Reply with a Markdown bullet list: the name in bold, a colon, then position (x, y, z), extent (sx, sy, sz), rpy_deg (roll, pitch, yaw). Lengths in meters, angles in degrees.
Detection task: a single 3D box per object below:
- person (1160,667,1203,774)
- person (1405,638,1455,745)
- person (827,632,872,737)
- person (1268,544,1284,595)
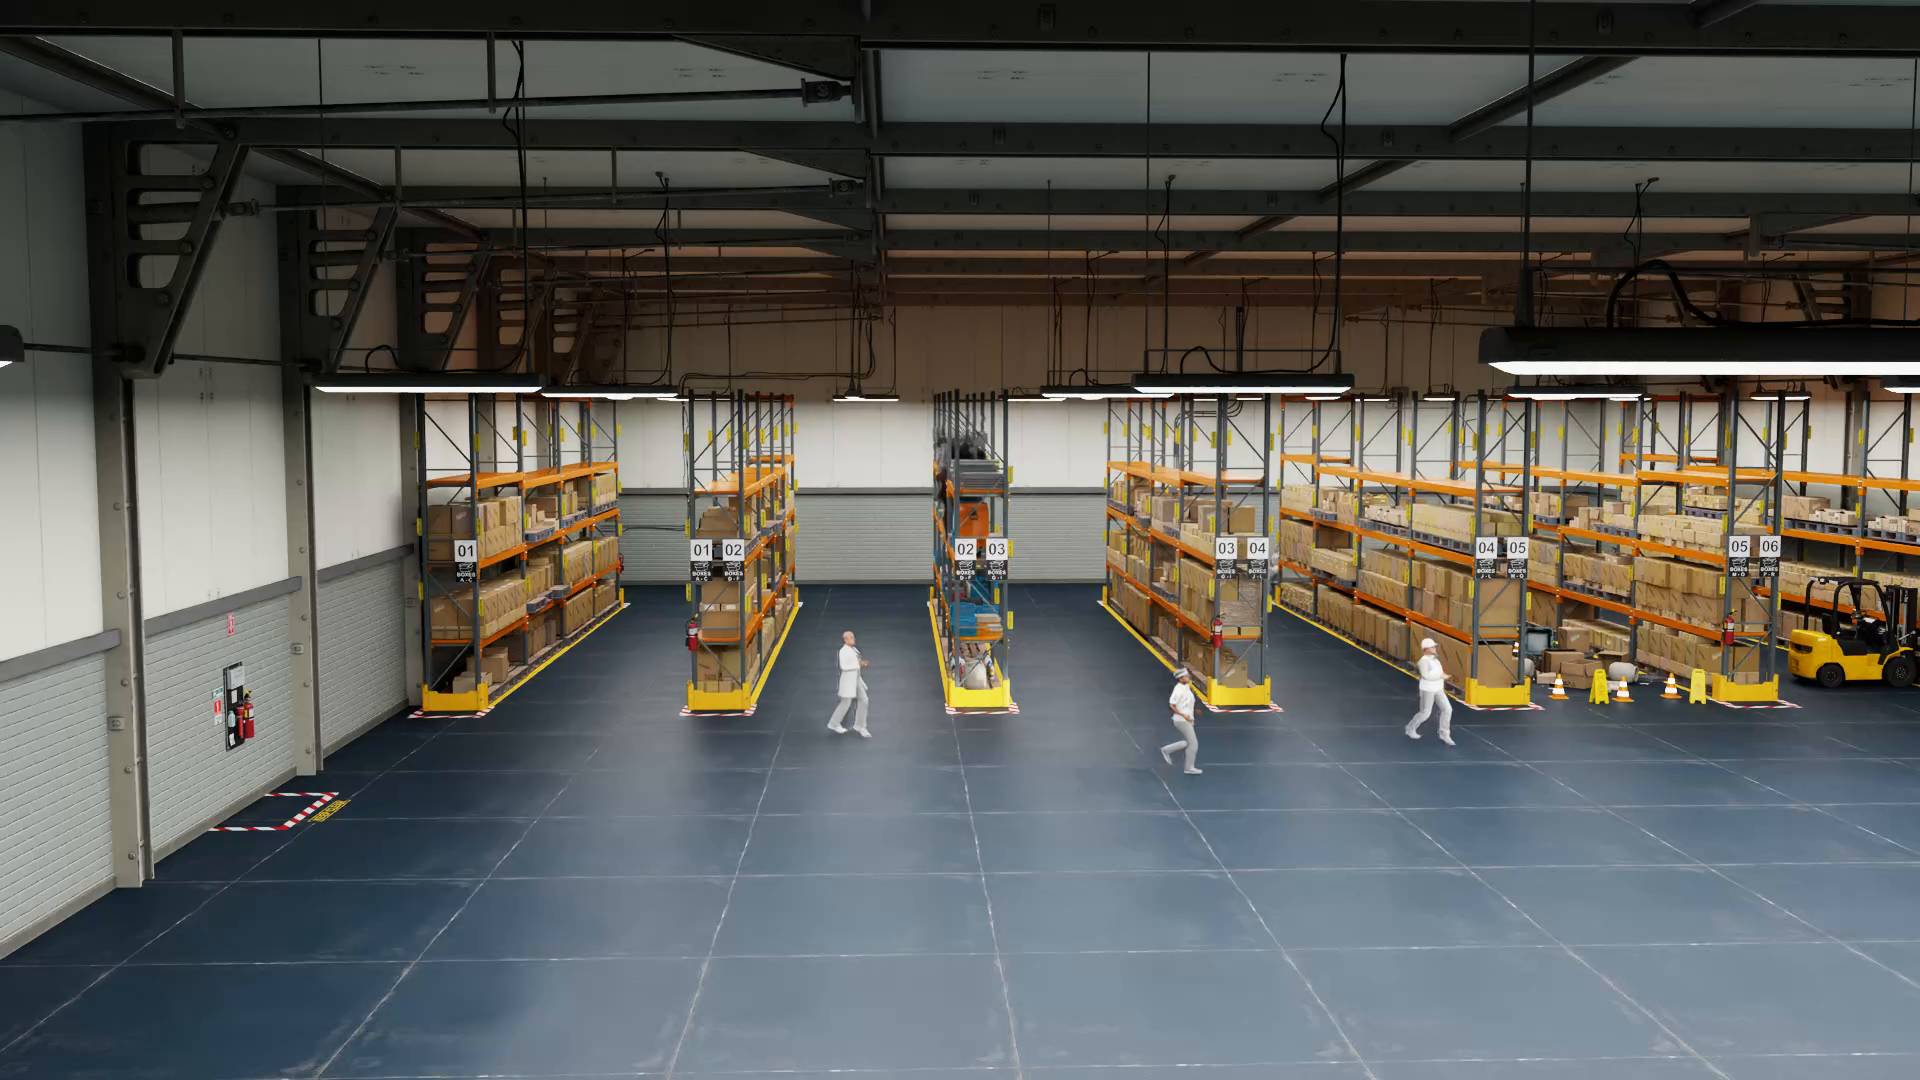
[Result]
- **person**: position (3.437, 2.792, 25.809), extent (0.681, 1.650, 0.581), rpy_deg (2, 5, 23)
- **person**: position (7.976, 2.562, 28.152), extent (0.822, 1.809, 0.661), rpy_deg (4, 6, 41)
- **person**: position (-1.903, 2.495, 28.672), extent (0.814, 1.844, 0.687), rpy_deg (2, 5, 24)
- **person**: position (9.255, 0.897, 49.114), extent (0.777, 1.618, 0.679), rpy_deg (2, 5, 20)
